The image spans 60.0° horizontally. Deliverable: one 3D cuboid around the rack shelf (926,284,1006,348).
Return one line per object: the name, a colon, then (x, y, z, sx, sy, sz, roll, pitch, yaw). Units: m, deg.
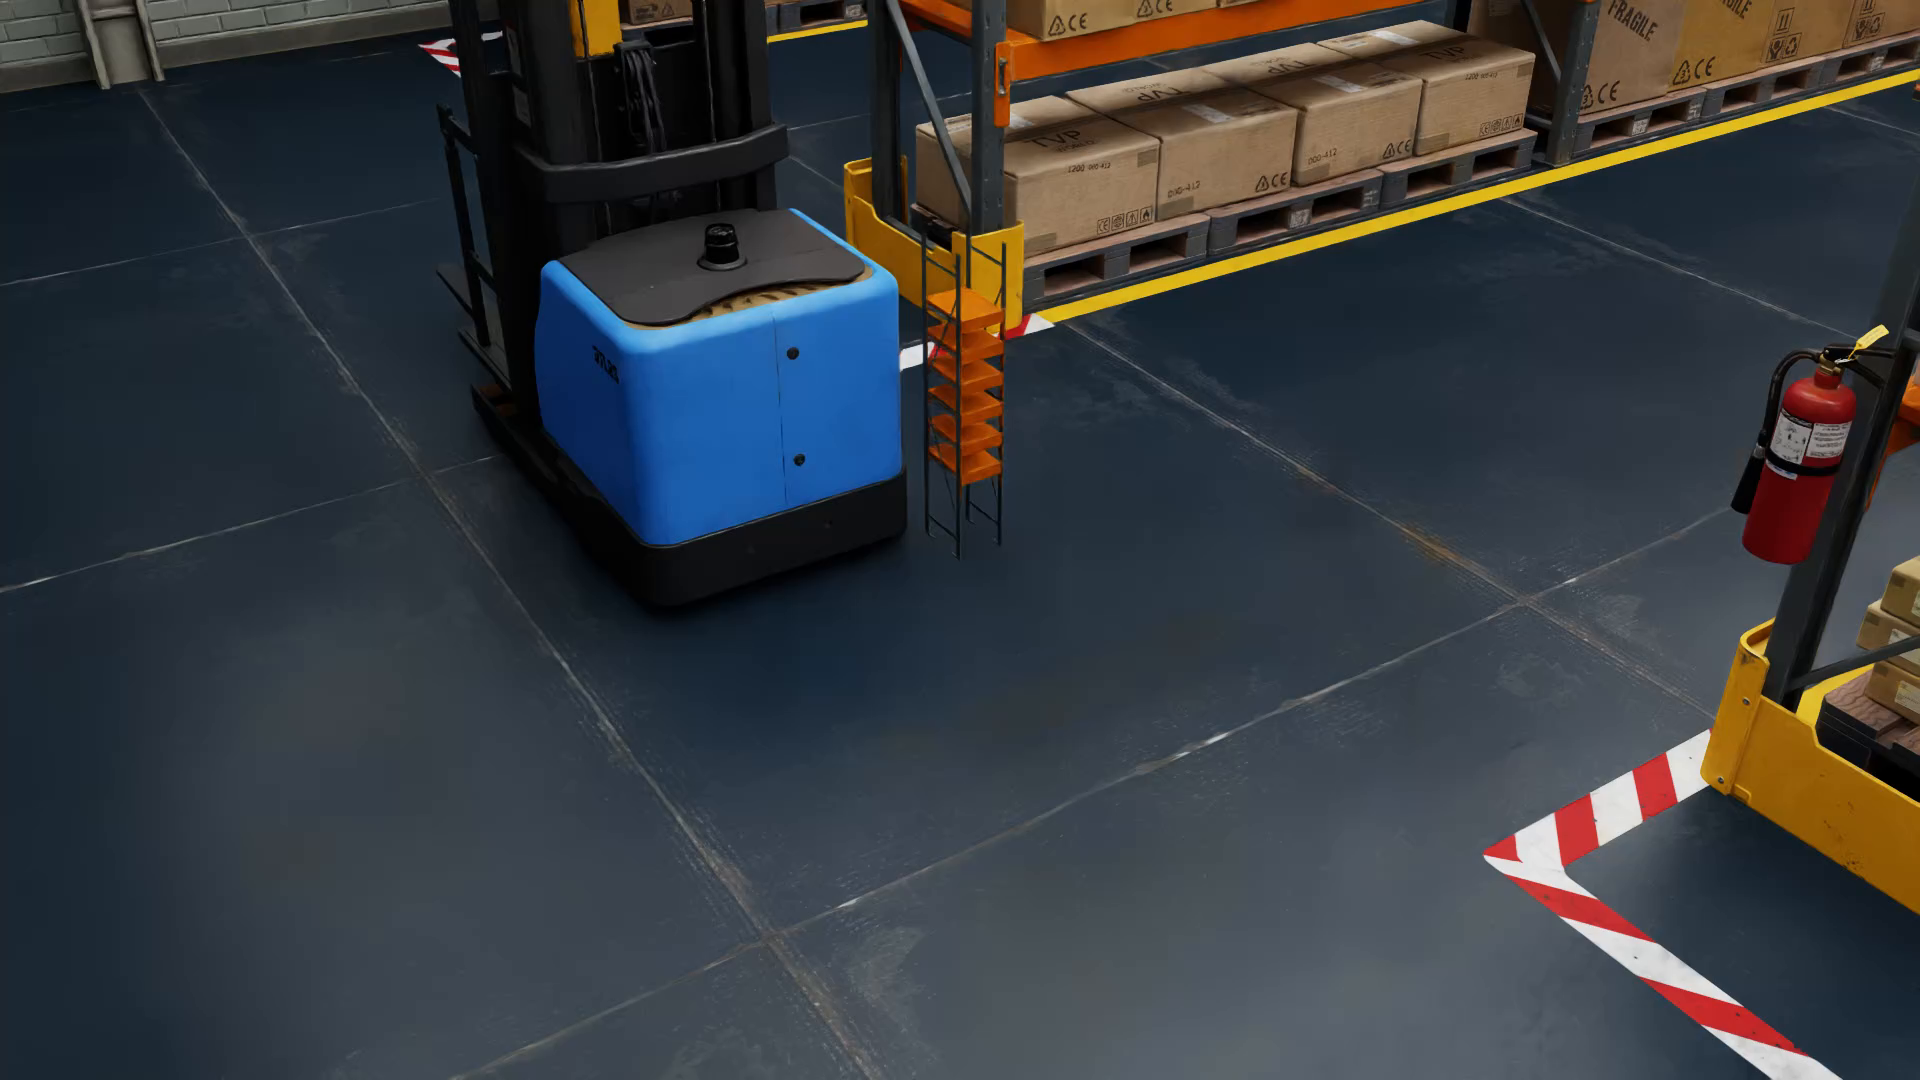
rack shelf: (0.012, -0.779, 5.768, 0.180, 0.103, 0.258, -19, 37, -27)

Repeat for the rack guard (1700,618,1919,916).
rack guard: (2.709, 0.717, 4.645, 0.348, 0.500, 1.175, -19, 37, -27)

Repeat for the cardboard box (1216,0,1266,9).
cardboard box: (1.285, -2.859, 7.877, 0.500, 0.500, 0.500, -19, 37, -28)

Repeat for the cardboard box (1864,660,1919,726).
cardboard box: (2.975, 0.464, 4.981, 0.250, 0.149, 0.380, -18, 37, -26)

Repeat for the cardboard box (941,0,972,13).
cardboard box: (0.140, -2.809, 7.798, 0.500, 0.500, 0.500, -19, 37, -27)

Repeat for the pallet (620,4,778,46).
pallet: (-2.081, -3.807, 12.088, 1.213, 0.211, 1.003, -19, 37, -27)

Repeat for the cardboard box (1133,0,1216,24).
cardboard box: (0.847, -2.720, 7.657, 0.500, 0.500, 0.500, -20, 37, -28)

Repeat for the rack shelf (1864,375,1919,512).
rack shelf: (4.326, -0.592, 5.052, 4.000, 0.370, 1.077, -19, 37, -27)

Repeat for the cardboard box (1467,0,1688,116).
cardboard box: (3.718, -3.159, 10.045, 0.875, 0.875, 0.875, -18, 36, -26)

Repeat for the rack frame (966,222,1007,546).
rack frame: (0.089, -0.538, 5.978, 0.006, 1.200, 0.240, -19, 37, -27)

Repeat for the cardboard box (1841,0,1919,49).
cardboard box: (5.977, -3.938, 11.279, 0.875, 0.875, 0.875, -19, 37, -28)

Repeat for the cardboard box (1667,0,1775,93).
cardboard box: (4.473, -3.424, 10.464, 0.875, 0.875, 0.875, -18, 36, -26)

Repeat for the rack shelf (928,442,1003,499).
rack shelf: (0.012, -0.271, 6.088, 0.180, 0.103, 0.258, -19, 37, -27)

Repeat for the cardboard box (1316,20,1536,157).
cardboard box: (2.654, -2.626, 9.609, 0.875, 0.438, 0.875, -20, 37, -28)

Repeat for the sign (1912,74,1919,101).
sign: (2.361, -1.196, 3.954, 0.005, 0.325, 0.100, -19, 37, -27)

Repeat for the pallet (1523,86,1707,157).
pallet: (3.848, -2.743, 10.400, 1.213, 0.211, 1.003, -19, 37, -27)

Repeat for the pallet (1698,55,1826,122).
pallet: (4.874, -3.097, 10.962, 1.213, 0.211, 1.003, -19, 37, -27)

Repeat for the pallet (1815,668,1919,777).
pallet: (3.411, 0.620, 5.069, 1.213, 0.211, 1.003, -19, 37, -27)

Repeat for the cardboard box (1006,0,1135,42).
cardboard box: (0.437, -2.561, 7.405, 0.500, 0.500, 0.500, -19, 37, -28)

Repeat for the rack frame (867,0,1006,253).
rack frame: (-0.122, -2.509, 7.416, 0.127, 3.000, 1.000, -19, 37, -27)

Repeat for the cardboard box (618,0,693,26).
cardboard box: (-2.249, -3.990, 11.710, 0.637, 0.503, 0.797, -21, 38, -29)

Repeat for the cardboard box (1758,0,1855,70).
cardboard box: (5.225, -3.682, 10.873, 0.875, 0.875, 0.875, -19, 37, -27)

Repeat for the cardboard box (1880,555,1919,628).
cardboard box: (2.953, 0.191, 4.856, 0.250, 0.149, 0.380, -19, 37, -27)

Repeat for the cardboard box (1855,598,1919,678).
cardboard box: (2.934, 0.303, 4.957, 0.250, 0.149, 0.380, -20, 37, -29)

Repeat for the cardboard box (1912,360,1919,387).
cardboard box: (2.766, -0.433, 4.361, 0.250, 0.149, 0.380, -19, 37, -27)

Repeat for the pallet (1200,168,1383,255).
pallet: (1.532, -1.946, 9.137, 1.213, 0.211, 1.003, -19, 37, -27)

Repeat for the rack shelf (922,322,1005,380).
rack shelf: (0.012, -0.677, 5.832, 0.180, 0.103, 0.258, -19, 37, -27)

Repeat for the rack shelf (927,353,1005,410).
rack shelf: (0.012, -0.576, 5.896, 0.180, 0.103, 0.258, -19, 37, -27)

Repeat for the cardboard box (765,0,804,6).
cardboard box: (-1.509, -4.218, 12.075, 0.500, 0.500, 0.700, -17, 36, -25)

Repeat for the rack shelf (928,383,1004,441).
rack shelf: (0.012, -0.474, 5.960, 0.180, 0.103, 0.258, -19, 37, -27)

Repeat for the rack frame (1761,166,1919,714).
rack frame: (2.645, -0.318, 3.943, 0.127, 3.000, 1.000, -19, 37, -27)

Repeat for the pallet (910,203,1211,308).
pallet: (0.508, -1.596, 8.582, 1.213, 0.211, 1.003, -19, 37, -27)

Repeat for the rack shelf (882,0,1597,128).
rack shelf: (1.559, -2.783, 8.524, 4.000, 0.370, 1.077, -19, 37, -27)

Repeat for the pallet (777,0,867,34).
pallet: (-1.056, -4.158, 12.643, 1.213, 0.211, 1.003, -19, 37, -27)

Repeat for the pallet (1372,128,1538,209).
pallet: (2.559, -2.301, 9.700, 1.213, 0.211, 1.003, -19, 37, -27)

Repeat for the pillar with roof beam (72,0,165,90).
pillar with roof beam: (-3.236, -4.965, 5.687, 0.400, 9.000, 9.100, -19, 37, -27)

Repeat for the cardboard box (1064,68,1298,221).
cardboard box: (1.143, -2.107, 8.786, 0.875, 0.438, 0.875, -18, 36, -26)

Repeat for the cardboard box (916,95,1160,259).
cardboard box: (0.379, -1.839, 8.361, 0.875, 0.438, 0.875, -20, 38, -29)

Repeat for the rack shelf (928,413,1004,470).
rack shelf: (0.012, -0.373, 6.024, 0.180, 0.103, 0.258, -19, 37, -27)

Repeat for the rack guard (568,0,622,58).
rack guard: (-2.750, -3.698, 11.644, 0.348, 0.500, 1.175, -19, 37, -27)

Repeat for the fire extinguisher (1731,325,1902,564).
fire extinguisher: (2.183, -0.262, 4.276, 0.183, 0.674, 0.296, -19, 37, -27)

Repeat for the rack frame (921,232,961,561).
rack frame: (-0.065, -0.485, 5.895, 0.006, 1.200, 0.240, -19, 37, -27)

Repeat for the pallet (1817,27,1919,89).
pallet: (5.899, -3.448, 11.518, 1.213, 0.211, 1.003, -19, 37, -27)

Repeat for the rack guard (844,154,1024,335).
rack guard: (-0.142, -1.445, 8.072, 0.348, 0.500, 1.175, -19, 37, -27)

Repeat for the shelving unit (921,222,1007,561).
shelving unit: (0.012, -0.512, 5.937, 0.189, 1.200, 0.258, -19, 37, -27)

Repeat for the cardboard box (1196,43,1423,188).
cardboard box: (1.902, -2.367, 9.198, 0.875, 0.438, 0.875, -20, 37, -29)

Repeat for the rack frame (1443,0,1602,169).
rack frame: (3.240, -3.665, 9.249, 0.127, 3.000, 1.000, -19, 37, -27)

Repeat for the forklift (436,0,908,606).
forklift: (-1.400, -1.761, 6.295, 1.130, 2.935, 3.031, -18, 37, -27)
